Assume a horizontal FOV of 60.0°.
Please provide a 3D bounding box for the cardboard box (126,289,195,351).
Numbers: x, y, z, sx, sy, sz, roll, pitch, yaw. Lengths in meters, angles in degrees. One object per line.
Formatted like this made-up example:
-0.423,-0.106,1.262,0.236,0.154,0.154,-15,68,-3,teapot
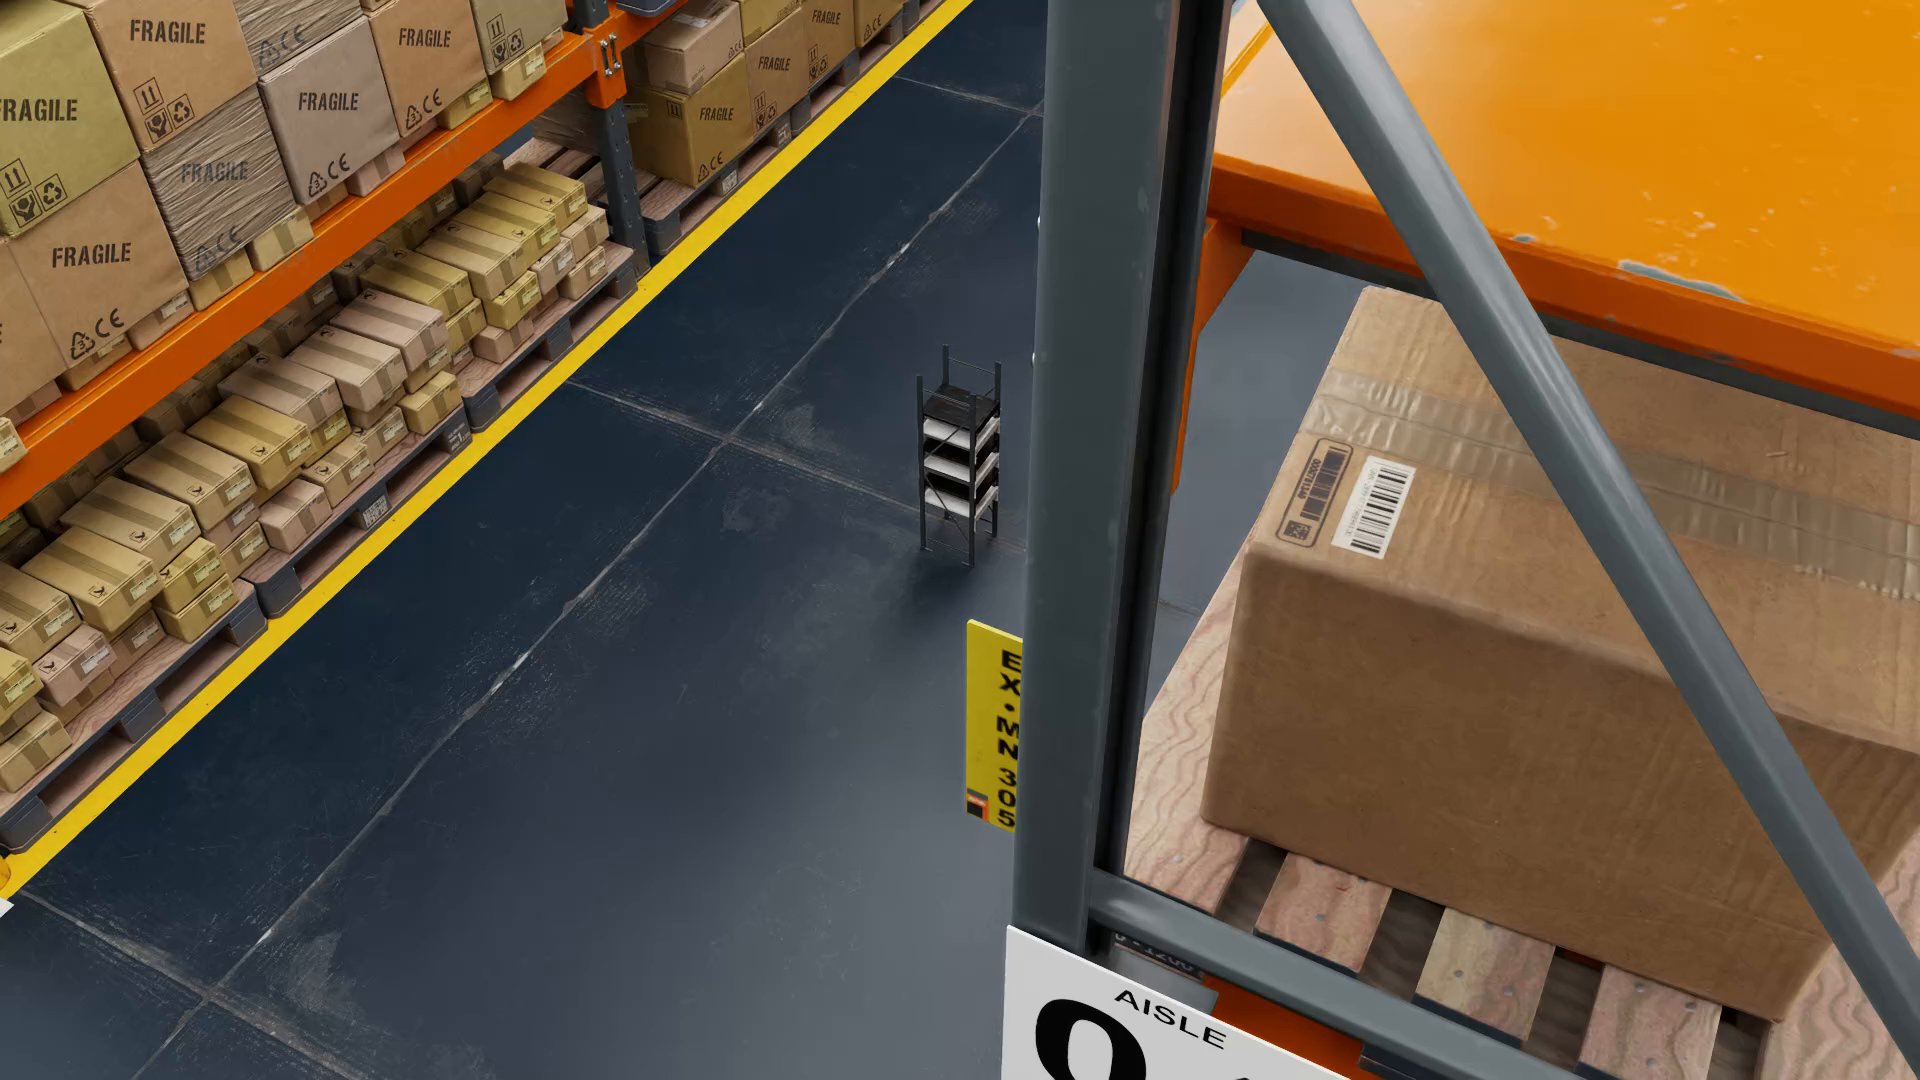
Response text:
-2.839,-0.816,5.624,0.380,0.149,0.250,20,49,18,cardboard box

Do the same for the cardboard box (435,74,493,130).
-2.088,-1.793,6.589,0.380,0.149,0.250,22,49,21,cardboard box

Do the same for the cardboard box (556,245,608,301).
-1.843,-1.271,7.606,0.380,0.149,0.250,21,49,20,cardboard box

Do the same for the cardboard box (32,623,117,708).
-3.172,0.386,5.760,0.380,0.149,0.250,20,49,19,cardboard box

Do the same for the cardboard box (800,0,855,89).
-0.910,-2.800,8.871,0.500,0.500,0.500,21,49,20,cardboard box

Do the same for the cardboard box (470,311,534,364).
-2.104,-0.947,7.286,0.380,0.149,0.250,19,48,18,cardboard box

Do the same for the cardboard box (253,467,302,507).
-2.794,-0.307,6.444,0.380,0.149,0.250,23,50,21,cardboard box

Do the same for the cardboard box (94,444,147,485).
-3.359,-0.300,6.438,0.380,0.149,0.250,21,49,20,cardboard box

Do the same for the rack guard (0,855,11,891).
-3.785,0.866,5.543,1.175,0.500,0.348,20,49,19,rack guard

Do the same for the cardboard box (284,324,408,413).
-2.438,-0.684,6.608,0.380,0.149,0.250,19,48,18,cardboard box

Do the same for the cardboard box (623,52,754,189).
-1.385,-2.132,8.210,0.500,0.500,0.500,22,49,21,cardboard box

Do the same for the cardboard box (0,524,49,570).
-3.588,0.030,6.111,0.380,0.149,0.250,19,48,17,cardboard box

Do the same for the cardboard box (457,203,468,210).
-2.415,-1.612,7.735,0.380,0.149,0.250,23,50,21,cardboard box

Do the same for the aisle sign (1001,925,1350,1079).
0.227,0.769,2.054,0.394,0.787,0.004,20,49,19,aisle sign

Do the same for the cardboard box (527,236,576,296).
-1.942,-1.257,7.384,0.380,0.149,0.250,18,48,17,cardboard box

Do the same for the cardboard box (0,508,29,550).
-3.623,-0.081,6.012,0.380,0.149,0.250,19,48,18,cardboard box

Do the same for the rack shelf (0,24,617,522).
-2.892,-0.972,6.108,1.077,0.370,4.000,20,49,19,rack shelf

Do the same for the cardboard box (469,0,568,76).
-1.937,-2.227,6.562,0.500,0.500,0.500,21,49,19,cardboard box

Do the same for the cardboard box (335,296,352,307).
-2.662,-1.089,7.217,0.380,0.149,0.250,18,48,17,cardboard box

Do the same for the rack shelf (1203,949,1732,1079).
1.455,-0.325,3.359,1.077,0.370,4.000,20,49,19,rack shelf

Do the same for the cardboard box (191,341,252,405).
-3.055,-0.715,6.639,0.380,0.149,0.250,21,49,19,cardboard box

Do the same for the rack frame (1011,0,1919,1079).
0.526,-0.373,0.791,1.000,3.000,0.127,20,49,19,rack frame

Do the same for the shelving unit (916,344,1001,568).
-0.004,-0.311,6.425,0.258,0.900,0.210,20,49,19,shelving unit

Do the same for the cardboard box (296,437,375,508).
-2.587,-0.314,6.661,0.380,0.149,0.250,20,49,19,cardboard box

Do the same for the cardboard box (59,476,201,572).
-2.982,-0.051,5.982,0.380,0.149,0.250,18,48,17,cardboard box

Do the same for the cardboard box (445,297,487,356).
-2.254,-0.957,7.087,0.380,0.149,0.250,21,49,19,cardboard box

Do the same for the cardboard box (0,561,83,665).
-3.254,0.249,5.686,0.380,0.149,0.250,21,49,20,cardboard box

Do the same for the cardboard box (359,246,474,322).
-2.280,-1.059,6.978,0.380,0.149,0.250,22,49,20,cardboard box

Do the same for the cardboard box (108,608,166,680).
-3.135,0.314,6.040,0.380,0.149,0.250,21,49,19,cardboard box

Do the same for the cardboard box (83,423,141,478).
-3.372,-0.411,6.338,0.380,0.149,0.250,22,49,20,cardboard box

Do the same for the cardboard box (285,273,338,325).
-2.852,-1.056,6.976,0.380,0.149,0.250,21,49,20,cardboard box

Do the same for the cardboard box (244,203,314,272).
-2.550,-1.131,5.935,0.380,0.149,0.250,21,49,20,cardboard box

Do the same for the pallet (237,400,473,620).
-2.809,-0.299,6.897,1.003,0.211,1.213,20,49,19,pallet

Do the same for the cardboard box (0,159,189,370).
-2.902,-0.947,5.297,0.500,0.500,0.500,21,49,20,cardboard box

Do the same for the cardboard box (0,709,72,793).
-3.293,0.665,5.693,0.380,0.149,0.250,21,49,20,cardboard box

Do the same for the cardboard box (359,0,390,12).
-2.177,-2.263,5.896,0.500,0.500,0.500,19,48,18,cardboard box

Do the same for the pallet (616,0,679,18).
-1.479,-2.851,7.594,1.003,0.211,1.213,20,49,19,pallet

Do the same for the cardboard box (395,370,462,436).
-2.324,-0.619,6.962,0.380,0.149,0.250,20,49,19,cardboard box

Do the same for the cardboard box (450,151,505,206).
-2.307,-1.691,7.603,0.380,0.149,0.250,22,49,21,cardboard box

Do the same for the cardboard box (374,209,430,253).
-2.561,-1.362,7.278,0.380,0.149,0.250,20,49,19,cardboard box

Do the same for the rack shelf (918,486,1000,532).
-0.004,-0.161,6.577,0.258,0.077,0.200,20,49,19,rack shelf

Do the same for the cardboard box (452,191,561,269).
-1.981,-1.356,7.272,0.380,0.149,0.250,21,49,20,cardboard box

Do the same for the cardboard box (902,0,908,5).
-0.425,-3.447,9.510,0.500,0.500,0.500,22,49,21,cardboard box

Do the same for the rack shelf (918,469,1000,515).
-0.004,-0.225,6.513,0.258,0.077,0.200,20,49,19,rack shelf

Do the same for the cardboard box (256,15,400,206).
-2.412,-1.587,5.930,0.500,0.500,0.500,20,49,19,cardboard box

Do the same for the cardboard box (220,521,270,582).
-2.885,-0.003,6.353,0.380,0.149,0.250,21,49,19,cardboard box

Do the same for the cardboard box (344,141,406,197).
-2.330,-1.457,6.258,0.380,0.149,0.250,18,48,17,cardboard box

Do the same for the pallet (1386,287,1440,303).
1.427,-0.529,3.118,1.003,0.211,1.213,20,49,19,pallet

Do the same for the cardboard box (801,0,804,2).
-0.900,-3.052,8.592,0.500,0.250,0.500,22,49,20,cardboard box

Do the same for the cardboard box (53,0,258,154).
-2.653,-1.614,5.254,0.500,0.500,0.500,19,48,18,cardboard box

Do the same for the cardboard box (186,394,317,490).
-2.682,-0.373,6.301,0.380,0.149,0.250,21,49,20,cardboard box

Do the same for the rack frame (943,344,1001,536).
0.043,-0.375,6.488,0.240,0.900,0.006,20,49,19,rack frame

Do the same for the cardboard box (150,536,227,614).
-2.922,0.076,6.066,0.380,0.149,0.250,22,49,20,cardboard box

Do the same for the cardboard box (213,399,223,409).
-3.120,-0.638,6.772,0.380,0.149,0.250,21,49,19,cardboard box

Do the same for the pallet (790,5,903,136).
-1.038,-2.767,9.337,1.003,0.211,1.213,20,49,19,pallet

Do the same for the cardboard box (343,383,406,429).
-2.498,-0.628,6.762,0.380,0.149,0.250,18,48,17,cardboard box

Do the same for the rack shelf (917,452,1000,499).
-0.004,-0.288,6.449,0.258,0.077,0.200,20,49,19,rack shelf

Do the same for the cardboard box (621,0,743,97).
-1.386,-2.396,7.944,0.500,0.250,0.500,18,48,17,cardboard box

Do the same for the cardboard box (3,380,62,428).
-3.127,-0.507,5.319,0.380,0.149,0.250,23,50,21,cardboard box

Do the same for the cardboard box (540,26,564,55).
-1.888,-2.140,6.932,0.380,0.149,0.250,20,49,19,cardboard box
